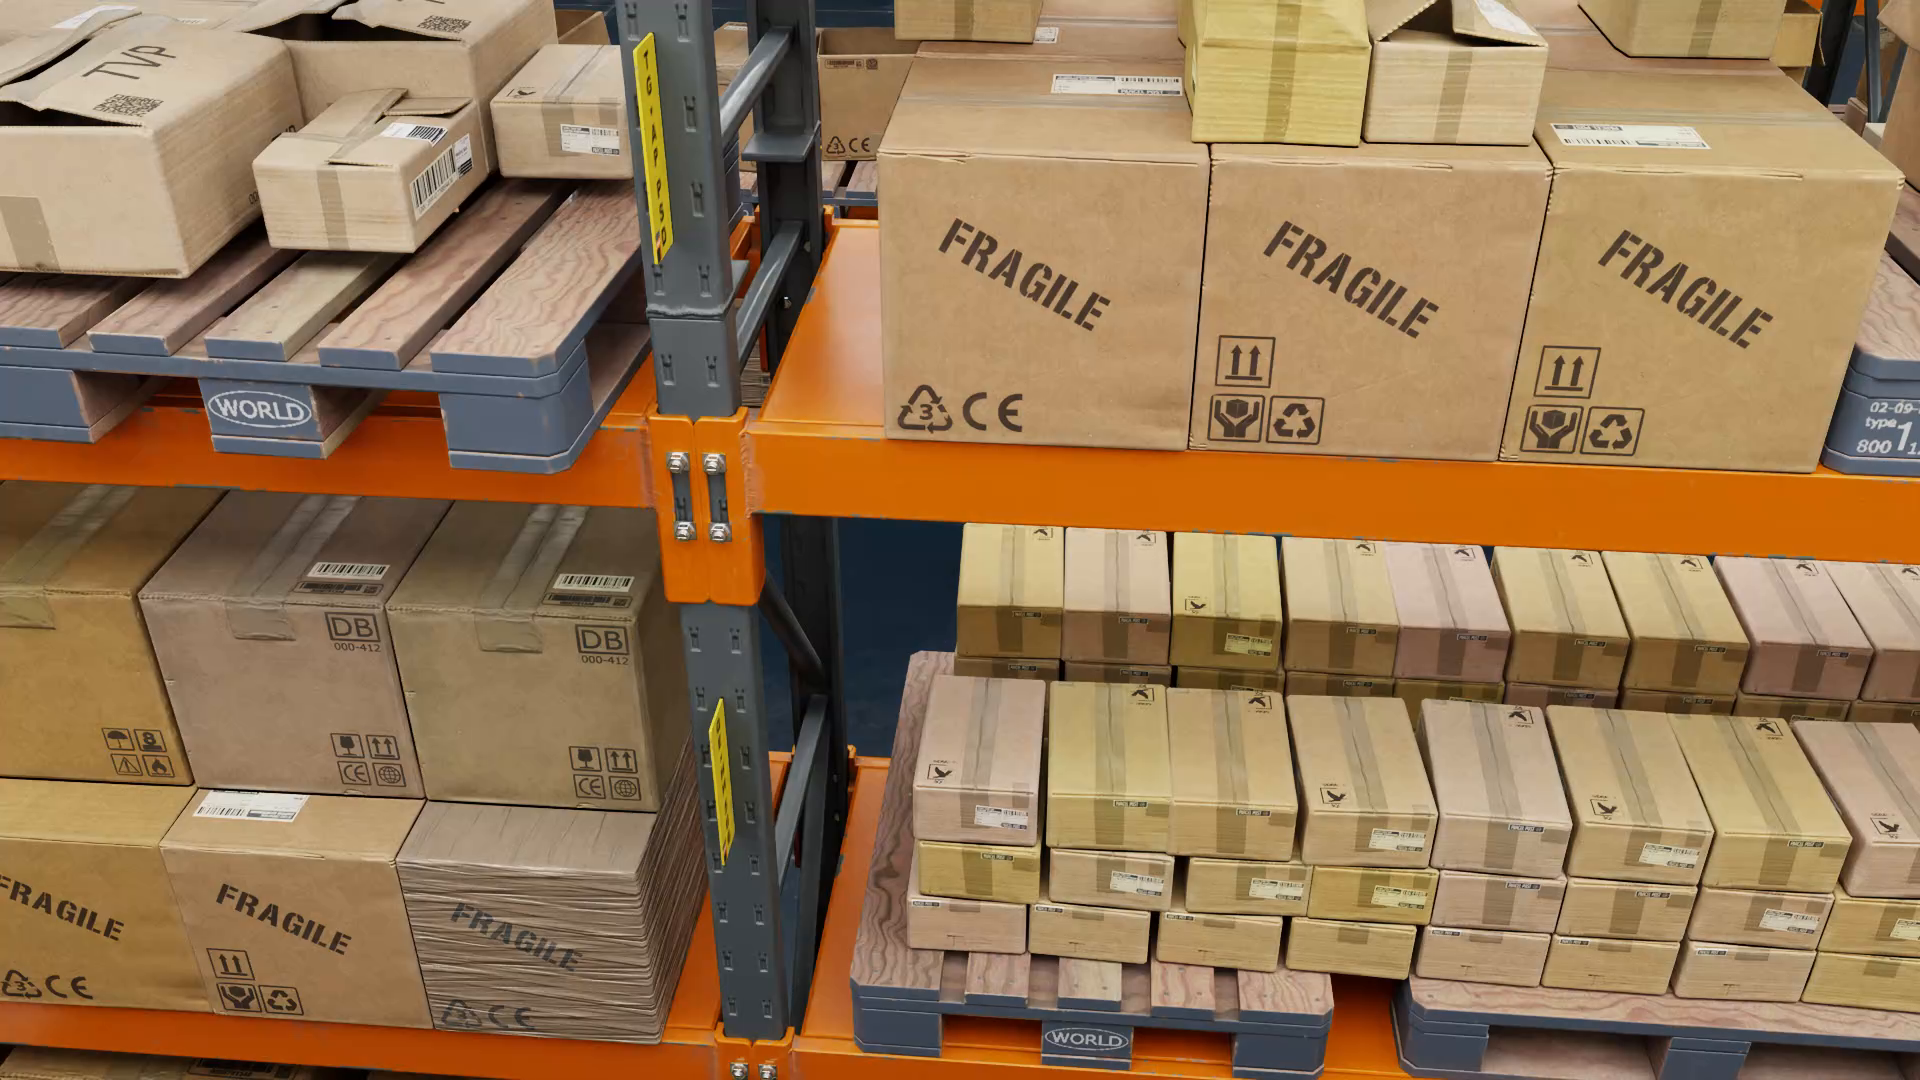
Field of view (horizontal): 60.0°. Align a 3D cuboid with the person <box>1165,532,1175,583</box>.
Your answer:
[{"bbox_3d":[0.853,-0.481,6.935,0.429,1.772,0.645,1,32,1],"label":"person"}]
